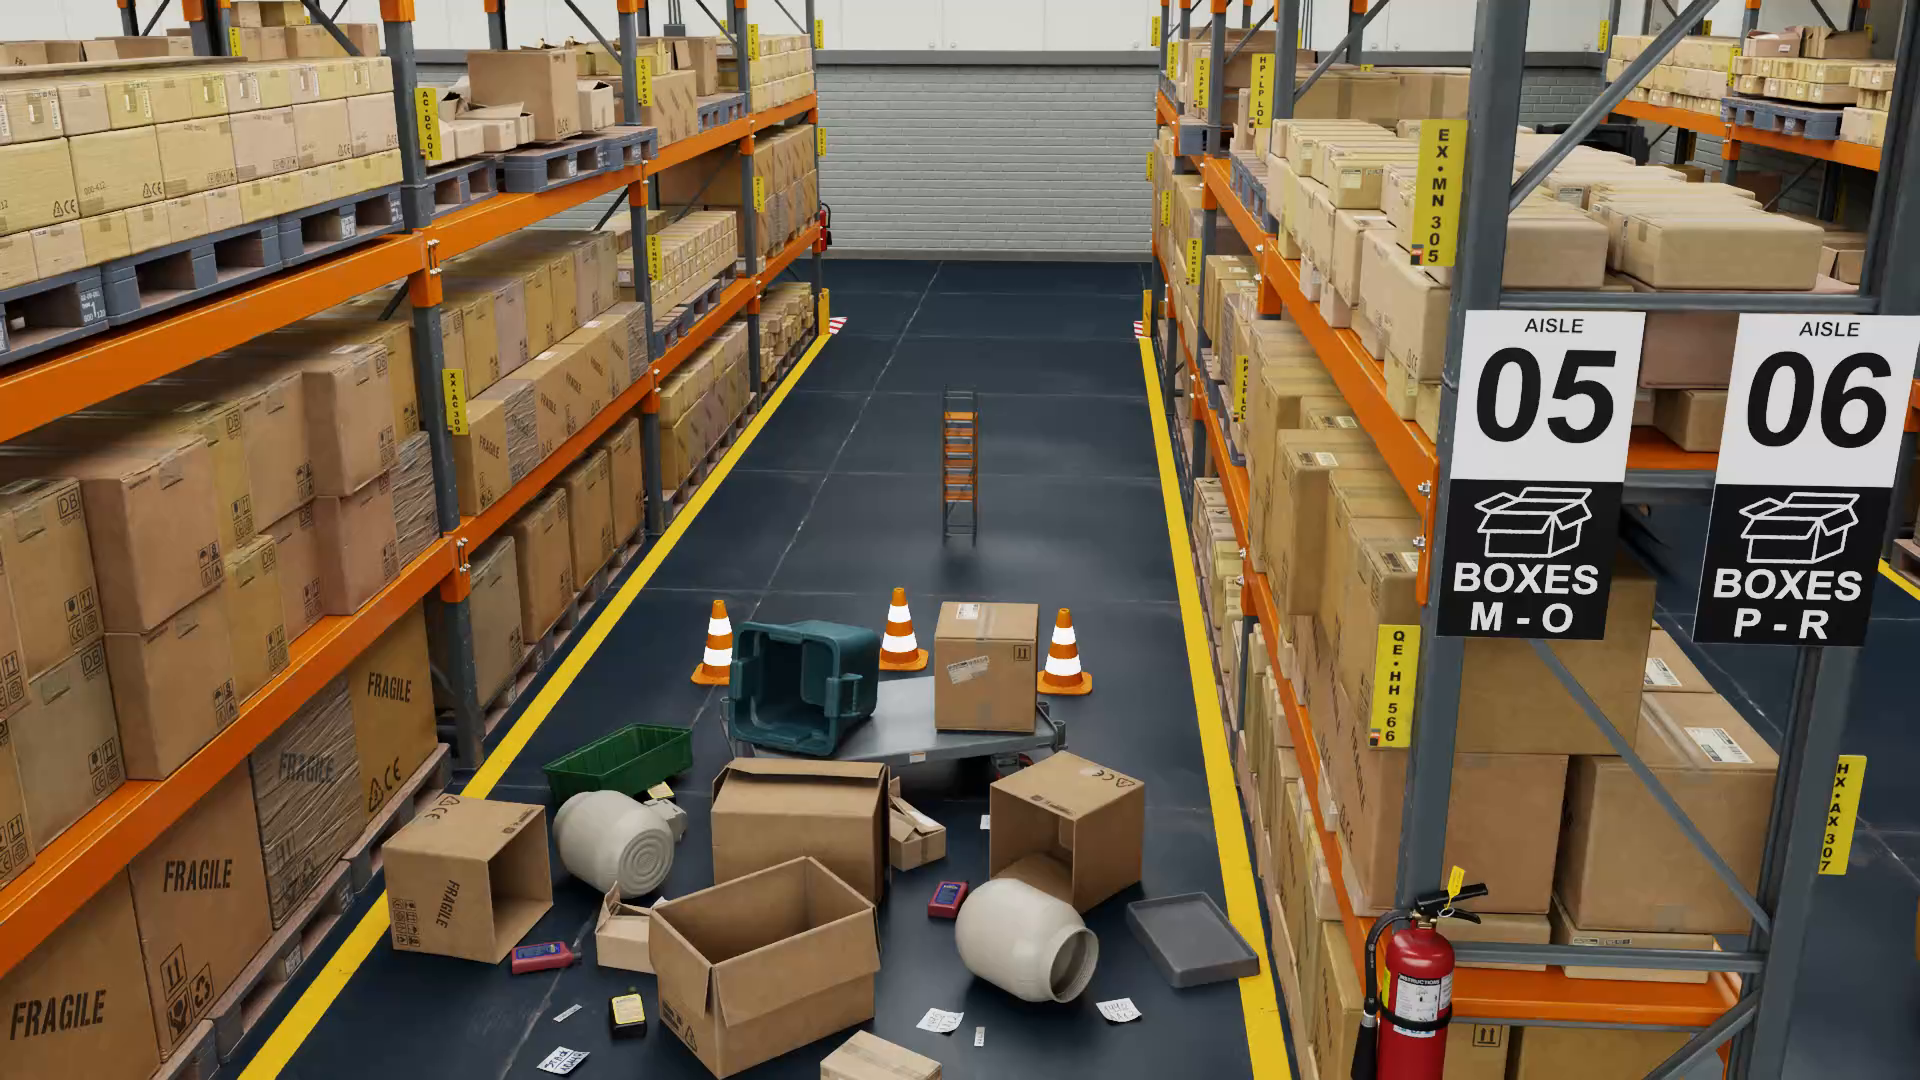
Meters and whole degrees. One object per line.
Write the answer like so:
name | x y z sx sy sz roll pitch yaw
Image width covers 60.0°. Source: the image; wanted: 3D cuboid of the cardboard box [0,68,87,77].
cardboard box | -3.482 -1.669 6.171 0.380 0.149 0.250 1 18 4

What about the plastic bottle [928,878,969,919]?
plastic bottle | -0.045 1.596 7.454 0.133 0.061 0.283 4 19 13

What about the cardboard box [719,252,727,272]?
cardboard box | -2.322 -2.517 15.017 0.380 0.149 0.250 1 18 4

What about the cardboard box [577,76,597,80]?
cardboard box | -2.953 -3.137 12.200 0.500 0.500 0.500 1 18 4

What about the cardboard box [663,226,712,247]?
cardboard box | -2.366 -2.635 14.422 0.380 0.149 0.250 1 18 2

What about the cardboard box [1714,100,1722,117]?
cardboard box | 7.173 -3.958 15.272 0.380 0.149 0.250 1 18 4

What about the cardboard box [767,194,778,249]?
cardboard box | -2.138 -3.214 16.775 0.500 0.500 0.500 1 18 4

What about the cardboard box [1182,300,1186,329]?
cardboard box | 2.055 -1.808 13.365 0.500 0.250 0.500 1 18 3

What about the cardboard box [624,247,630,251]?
cardboard box | -3.030 -2.425 14.257 0.380 0.149 0.250 1 18 3

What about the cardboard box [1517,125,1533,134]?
cardboard box | 2.171 -1.658 6.972 0.380 0.149 0.250 1 18 3

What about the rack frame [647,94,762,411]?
rack frame | -2.453 -2.723 15.916 1.000 3.000 0.127 1 18 4

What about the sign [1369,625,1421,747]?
sign | 1.079 0.364 4.127 0.100 0.325 0.005 1 18 4

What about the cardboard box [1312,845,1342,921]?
cardboard box | 1.388 1.156 5.575 0.380 0.149 0.250 2 18 6

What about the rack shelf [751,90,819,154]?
rack shelf | -2.310 -4.428 17.456 1.077 0.370 4.000 1 18 4

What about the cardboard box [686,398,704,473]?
cardboard box | -2.402 -0.862 13.578 0.500 0.500 0.500 1 18 5

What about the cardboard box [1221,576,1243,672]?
cardboard box | 2.001 0.504 9.614 0.950 0.372 0.625 2 18 7

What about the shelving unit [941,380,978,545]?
shelving unit | -0.001 -0.566 12.222 0.258 1.200 0.189 1 18 4

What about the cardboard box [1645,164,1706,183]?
cardboard box | 7.321 -3.602 17.158 0.500 0.500 0.500 2 18 5

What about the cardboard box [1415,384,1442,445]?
cardboard box | 1.377 -0.340 4.229 0.380 0.149 0.250 1 18 4

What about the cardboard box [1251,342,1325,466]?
cardboard box | 1.611 -0.533 6.989 0.700 0.500 0.500 1 18 4

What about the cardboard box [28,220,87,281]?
cardboard box | -2.916 -0.884 5.055 0.380 0.149 0.250 1 18 4

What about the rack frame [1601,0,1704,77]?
rack frame | 7.729 -6.627 18.197 1.000 3.000 0.127 1 18 4

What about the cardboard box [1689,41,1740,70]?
cardboard box | 7.266 -4.587 15.748 0.500 0.250 0.500 1 18 3

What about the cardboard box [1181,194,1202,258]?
cardboard box | 2.095 -2.561 13.656 0.500 0.500 0.500 1 18 3

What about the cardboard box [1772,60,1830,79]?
cardboard box | 6.983 -3.903 13.790 0.380 0.149 0.250 1 18 3

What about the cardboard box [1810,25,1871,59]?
cardboard box | 7.503 -4.246 14.172 0.396 0.266 0.258 1 18 4

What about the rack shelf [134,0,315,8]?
rack shelf | -7.250 -5.805 17.485 1.077 0.370 4.000 1 18 4

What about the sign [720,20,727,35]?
sign | -2.708 -5.818 19.141 0.100 0.325 0.005 1 18 4

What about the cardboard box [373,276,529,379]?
cardboard box | -2.926 -1.232 9.599 0.700 0.500 0.500 1 18 4

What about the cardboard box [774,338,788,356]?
cardboard box | -2.054 -2.077 17.850 0.380 0.149 0.250 1 18 2

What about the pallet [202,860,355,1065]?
pallet | -3.244 1.701 6.892 1.003 0.211 1.213 1 18 4

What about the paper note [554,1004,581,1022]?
paper note | -1.566 1.889 6.642 0.032 0.001 0.123 12 22 32

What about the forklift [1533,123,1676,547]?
forklift | 4.744 -1.615 12.646 1.130 2.935 3.031 1 18 4

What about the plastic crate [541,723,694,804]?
plastic crate | -1.733 1.154 8.508 0.450 0.188 0.662 0 15 35

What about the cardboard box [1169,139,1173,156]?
cardboard box | 2.353 -4.050 17.157 0.380 0.149 0.250 1 18 4

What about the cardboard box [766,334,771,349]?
cardboard box | -2.176 -2.055 17.305 0.380 0.149 0.250 0 18 1

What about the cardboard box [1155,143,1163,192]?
cardboard box | 2.429 -4.105 18.368 0.500 0.500 0.500 1 18 2

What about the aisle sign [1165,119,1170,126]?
aisle sign | 2.494 -5.150 19.149 0.394 0.787 0.004 1 18 4

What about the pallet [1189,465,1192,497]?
pallet | 2.336 -0.320 13.059 1.003 0.211 1.213 1 18 4

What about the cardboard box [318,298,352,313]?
cardboard box | -7.202 -2.538 18.088 0.875 0.875 0.875 1 18 4

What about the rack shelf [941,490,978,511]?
rack shelf | -0.001 -0.295 12.311 0.258 0.103 0.180 1 18 4

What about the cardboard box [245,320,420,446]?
cardboard box | -3.088 -0.709 7.794 0.875 0.550 0.550 1 18 4

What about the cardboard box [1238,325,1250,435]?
cardboard box | 1.756 -0.850 8.888 0.500 0.500 0.500 1 18 4

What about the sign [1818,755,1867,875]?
sign | 2.172 0.684 4.128 0.100 0.325 0.005 1 18 4

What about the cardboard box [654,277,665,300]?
cardboard box | -2.488 -1.932 12.753 0.380 0.149 0.250 2 18 7

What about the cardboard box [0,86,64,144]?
cardboard box | -2.916 -1.260 4.923 0.380 0.149 0.250 1 18 4

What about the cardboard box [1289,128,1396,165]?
cardboard box | 1.552 -1.590 6.765 0.380 0.149 0.250 1 18 2

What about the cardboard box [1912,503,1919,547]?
cardboard box | 7.097 -0.169 11.262 0.875 0.625 0.625 2 18 6

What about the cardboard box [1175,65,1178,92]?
cardboard box | 2.106 -4.057 14.712 0.396 0.266 0.258 1 18 3

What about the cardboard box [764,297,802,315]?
cardboard box | -1.964 -2.599 18.486 0.380 0.149 0.250 2 18 6

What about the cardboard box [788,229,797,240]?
cardboard box | -2.010 -3.423 18.455 0.380 0.149 0.250 0 18 1

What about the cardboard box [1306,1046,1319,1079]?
cardboard box | 1.422 1.926 5.470 0.500 0.250 0.500 1 18 4

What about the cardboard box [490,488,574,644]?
cardboard box | -2.999 0.137 10.126 1.050 0.750 0.750 1 18 4

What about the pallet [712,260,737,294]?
pallet | -2.653 -2.398 15.231 1.003 0.211 1.213 1 18 4

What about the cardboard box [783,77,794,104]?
cardboard box | -2.032 -4.694 17.355 0.500 0.250 0.500 2 18 6

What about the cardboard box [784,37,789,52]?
cardboard box | -2.021 -5.240 17.576 0.380 0.149 0.250 2 18 5
